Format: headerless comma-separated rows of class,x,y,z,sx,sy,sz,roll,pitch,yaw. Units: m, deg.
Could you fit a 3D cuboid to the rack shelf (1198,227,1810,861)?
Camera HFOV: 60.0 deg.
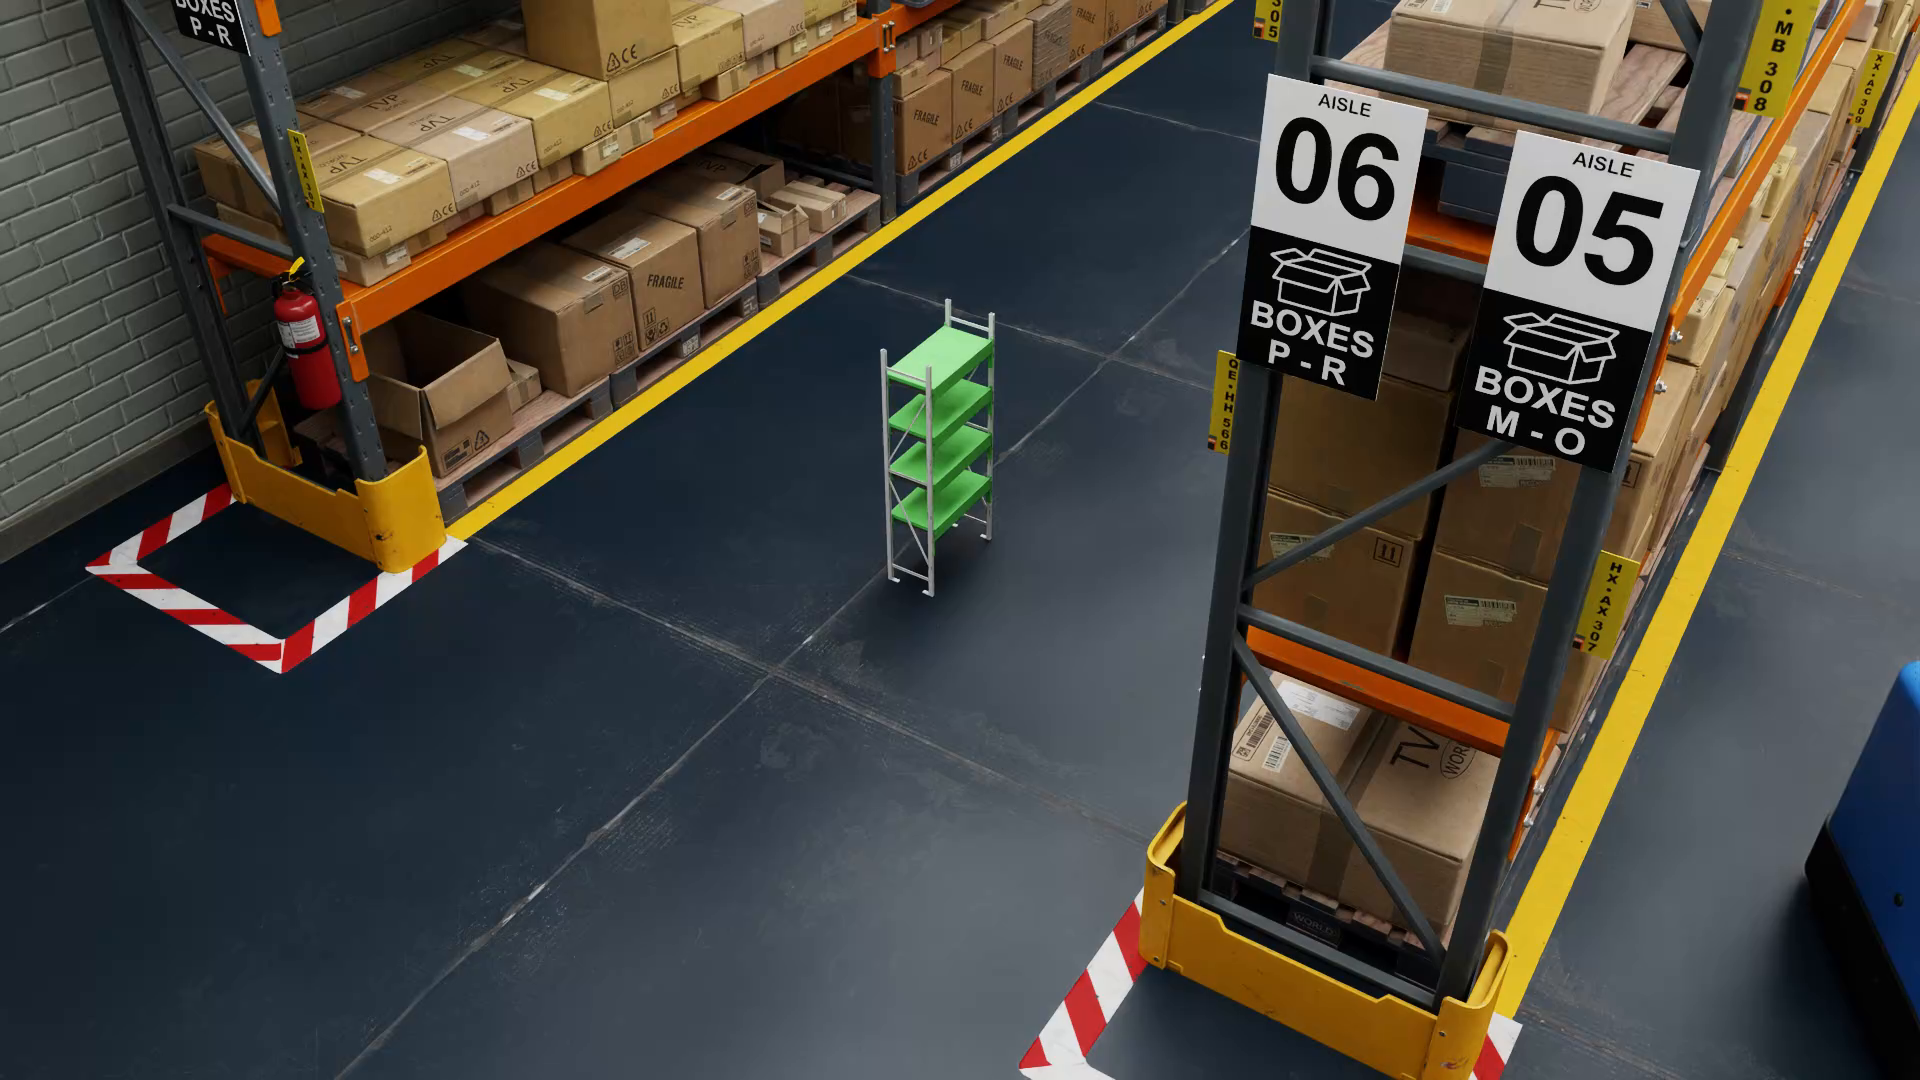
rack shelf,2.273,-0.385,6.382,1.077,0.370,4.000,21,42,25

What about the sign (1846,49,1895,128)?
sign,3.814,-1.894,6.977,0.100,0.325,0.005,21,42,25

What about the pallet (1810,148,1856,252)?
pallet,5.002,-2.277,10.531,1.003,0.211,1.213,21,42,25

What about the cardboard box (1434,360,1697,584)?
cardboard box,1.700,-0.229,4.689,0.500,0.500,0.500,20,42,24

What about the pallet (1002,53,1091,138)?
pallet,0.208,-3.281,11.834,1.003,0.211,1.213,21,42,25

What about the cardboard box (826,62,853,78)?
cardboard box,-0.895,-3.040,10.409,0.380,0.149,0.250,19,42,23

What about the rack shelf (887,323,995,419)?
rack shelf,-0.089,-0.719,7.019,0.258,0.148,0.480,21,42,25

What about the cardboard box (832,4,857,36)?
cardboard box,-0.806,-2.976,9.359,0.380,0.149,0.250,22,43,26

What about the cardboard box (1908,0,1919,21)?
cardboard box,4.914,-3.033,8.940,0.500,0.250,0.500,20,42,24

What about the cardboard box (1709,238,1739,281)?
cardboard box,2.068,-0.820,4.925,0.380,0.149,0.250,20,42,24

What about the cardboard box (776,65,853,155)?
cardboard box,-0.835,-2.849,10.692,0.500,0.500,0.500,21,42,25

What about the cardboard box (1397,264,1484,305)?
cardboard box,1.341,-0.721,4.796,0.380,0.149,0.250,22,43,26

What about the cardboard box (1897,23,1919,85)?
cardboard box,6.188,-3.560,11.719,0.950,0.372,0.625,20,42,24

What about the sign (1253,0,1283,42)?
sign,0.751,-1.331,3.902,0.100,0.325,0.005,21,42,25

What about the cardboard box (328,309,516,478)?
cardboard box,-2.584,-0.722,7.931,0.797,0.503,0.637,19,42,23

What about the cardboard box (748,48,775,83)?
cardboard box,-1.209,-2.567,8.828,0.380,0.149,0.250,22,43,26

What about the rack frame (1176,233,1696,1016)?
rack frame,1.202,0.361,4.825,1.000,3.000,0.127,21,42,25

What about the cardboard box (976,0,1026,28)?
cardboard box,0.215,-3.547,11.067,0.380,0.149,0.250,23,43,27

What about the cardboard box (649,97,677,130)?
cardboard box,-1.648,-2.186,8.335,0.380,0.149,0.250,21,42,25

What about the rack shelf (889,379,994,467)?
rack shelf,-0.089,-0.529,7.165,0.258,0.148,0.480,21,42,25

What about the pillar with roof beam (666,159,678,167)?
pillar with roof beam,1.653,-4.226,5.862,9.100,9.000,0.400,21,42,25

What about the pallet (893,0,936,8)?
pallet,-0.328,-3.623,10.150,1.003,0.211,1.213,21,42,25

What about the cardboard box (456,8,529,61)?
cardboard box,-2.142,-2.431,8.326,0.500,0.250,0.500,21,42,25

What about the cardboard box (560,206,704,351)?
cardboard box,-1.725,-1.389,8.798,0.500,0.500,0.500,22,43,26

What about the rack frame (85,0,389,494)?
rack frame,-2.991,-1.260,6.928,1.000,3.000,0.127,21,42,25

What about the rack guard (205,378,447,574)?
rack guard,-2.951,-0.310,7.742,1.175,0.500,0.348,21,42,25

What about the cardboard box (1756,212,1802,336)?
cardboard box,3.041,-1.151,6.704,0.500,0.500,0.500,20,42,24

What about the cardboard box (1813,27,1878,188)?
cardboard box,3.325,-1.803,6.731,0.500,0.500,0.500,21,42,25

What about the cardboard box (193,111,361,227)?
cardboard box,-2.969,-1.643,7.303,0.500,0.250,0.500,22,43,26

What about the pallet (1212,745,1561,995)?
pallet,1.564,1.028,6.244,1.003,0.211,1.213,21,42,25

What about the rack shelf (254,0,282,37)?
rack shelf,-1.920,-3.195,7.570,1.077,0.370,4.000,21,42,25

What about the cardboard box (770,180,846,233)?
cardboard box,-0.899,-1.977,9.848,0.380,0.149,0.250,20,42,24

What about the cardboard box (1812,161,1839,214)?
cardboard box,3.803,-1.782,7.728,0.500,0.250,0.500,20,42,24

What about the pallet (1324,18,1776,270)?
pallet,1.590,-1.178,4.436,1.003,0.211,1.213,21,42,25

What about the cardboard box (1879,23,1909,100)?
cardboard box,4.643,-2.563,8.741,0.500,0.250,0.500,20,42,24

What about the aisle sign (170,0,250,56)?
aisle sign,-2.780,-2.159,5.964,0.394,0.787,0.004,21,42,25

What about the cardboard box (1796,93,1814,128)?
cardboard box,2.850,-1.628,5.972,0.380,0.149,0.250,21,42,25

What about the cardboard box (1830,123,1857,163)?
cardboard box,3.819,-1.974,7.567,0.500,0.250,0.500,20,42,24

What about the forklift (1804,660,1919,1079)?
forklift,4.562,0.429,4.793,3.031,2.935,1.130,2,38,3

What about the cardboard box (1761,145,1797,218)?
cardboard box,2.492,-1.209,5.430,0.380,0.149,0.250,20,42,24

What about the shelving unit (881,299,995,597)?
shelving unit,-0.089,-0.390,7.273,0.258,1.200,0.503,21,42,25

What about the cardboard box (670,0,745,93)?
cardboard box,-1.449,-2.523,8.445,0.500,0.250,0.500,21,42,25

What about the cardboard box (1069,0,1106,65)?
cardboard box,0.695,-3.747,11.858,0.500,0.500,0.500,23,43,27

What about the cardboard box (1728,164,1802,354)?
cardboard box,2.506,-1.023,5.719,0.500,0.500,0.500,21,42,25

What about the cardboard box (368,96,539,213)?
cardboard box,-2.251,-1.725,7.410,0.500,0.250,0.500,22,43,26

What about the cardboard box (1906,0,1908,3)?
cardboard box,4.615,-3.067,8.371,0.500,0.500,0.500,20,42,24

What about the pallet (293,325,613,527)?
pallet,-2.524,-0.606,8.364,1.003,0.211,1.213,21,42,25

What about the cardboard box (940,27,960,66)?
cardboard box,-0.221,-3.158,10.562,0.380,0.149,0.250,19,42,23

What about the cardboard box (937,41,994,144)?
cardboard box,-0.122,-2.952,10.826,0.500,0.500,0.500,21,42,25

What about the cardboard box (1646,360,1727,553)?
cardboard box,2.237,-0.358,5.676,0.500,0.500,0.500,21,42,25

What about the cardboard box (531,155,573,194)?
cardboard box,-2.050,-1.783,7.812,0.380,0.149,0.250,22,43,26

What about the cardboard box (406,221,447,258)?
cardboard box,-2.486,-1.387,7.298,0.380,0.149,0.250,22,43,26
